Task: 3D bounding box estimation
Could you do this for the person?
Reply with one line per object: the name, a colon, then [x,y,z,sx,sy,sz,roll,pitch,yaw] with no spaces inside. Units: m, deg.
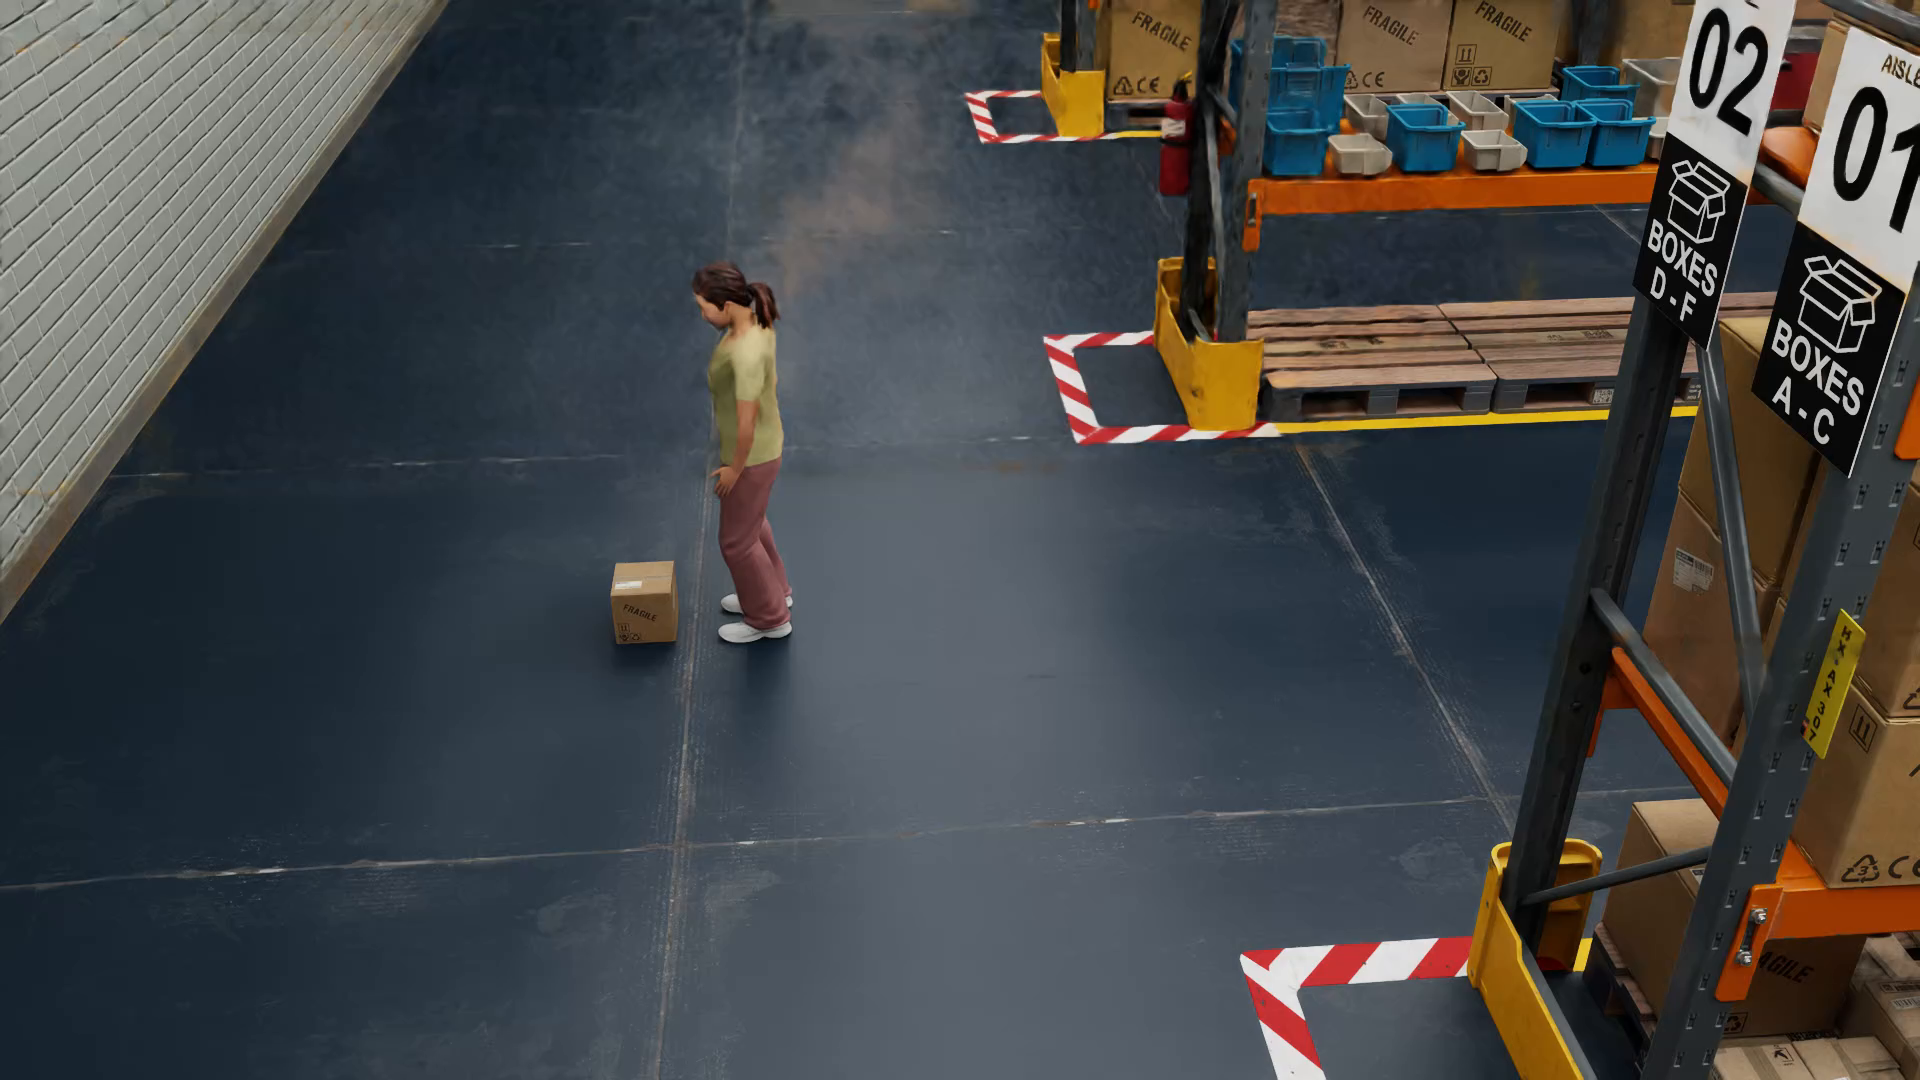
person: [-0.857,-0.345,6.724,0.348,1.662,0.455,-2,31,-3]
